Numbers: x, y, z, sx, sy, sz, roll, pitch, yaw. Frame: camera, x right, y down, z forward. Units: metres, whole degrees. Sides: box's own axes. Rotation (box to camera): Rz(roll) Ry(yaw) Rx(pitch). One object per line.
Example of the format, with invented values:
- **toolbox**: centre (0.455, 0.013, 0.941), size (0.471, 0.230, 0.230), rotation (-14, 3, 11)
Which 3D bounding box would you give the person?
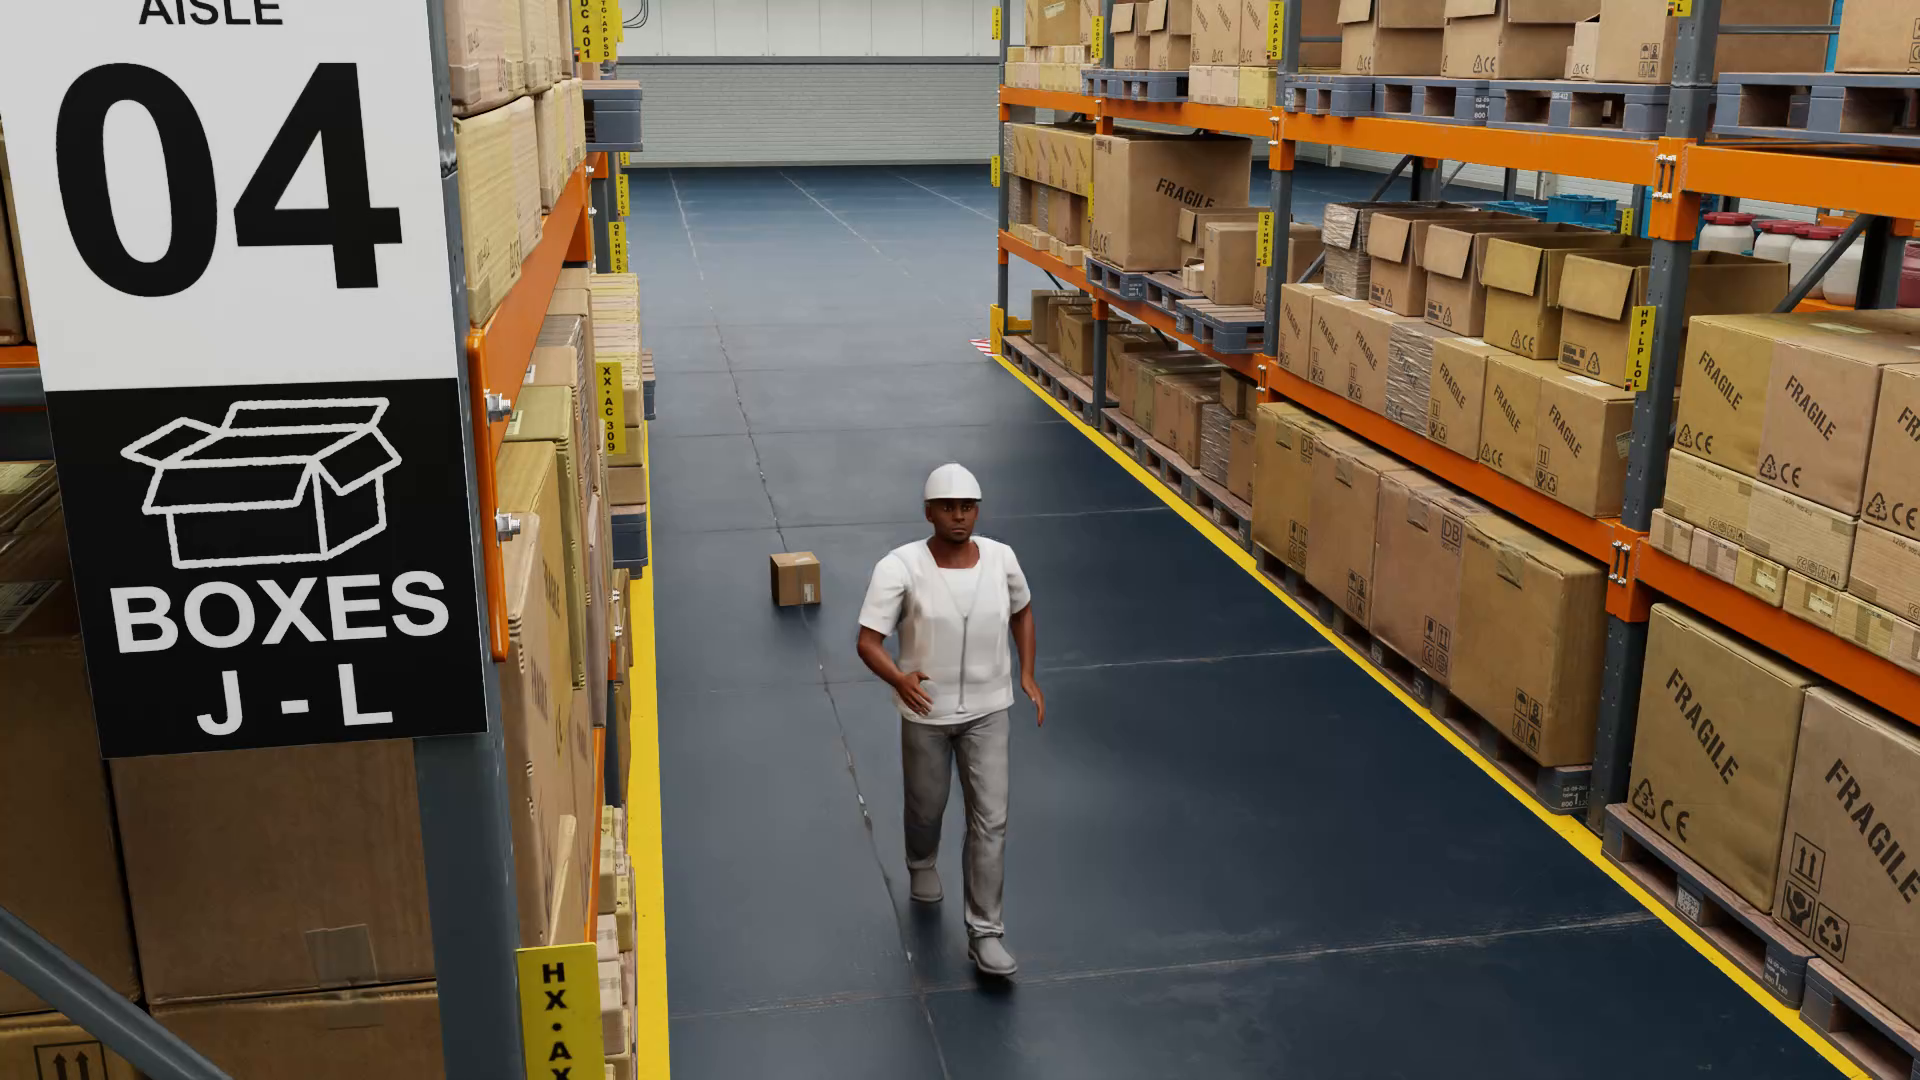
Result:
- **person**: centre (-0.014, 0.608, 5.865), size (0.678, 1.740, 0.886), rotation (-3, 17, -11)
